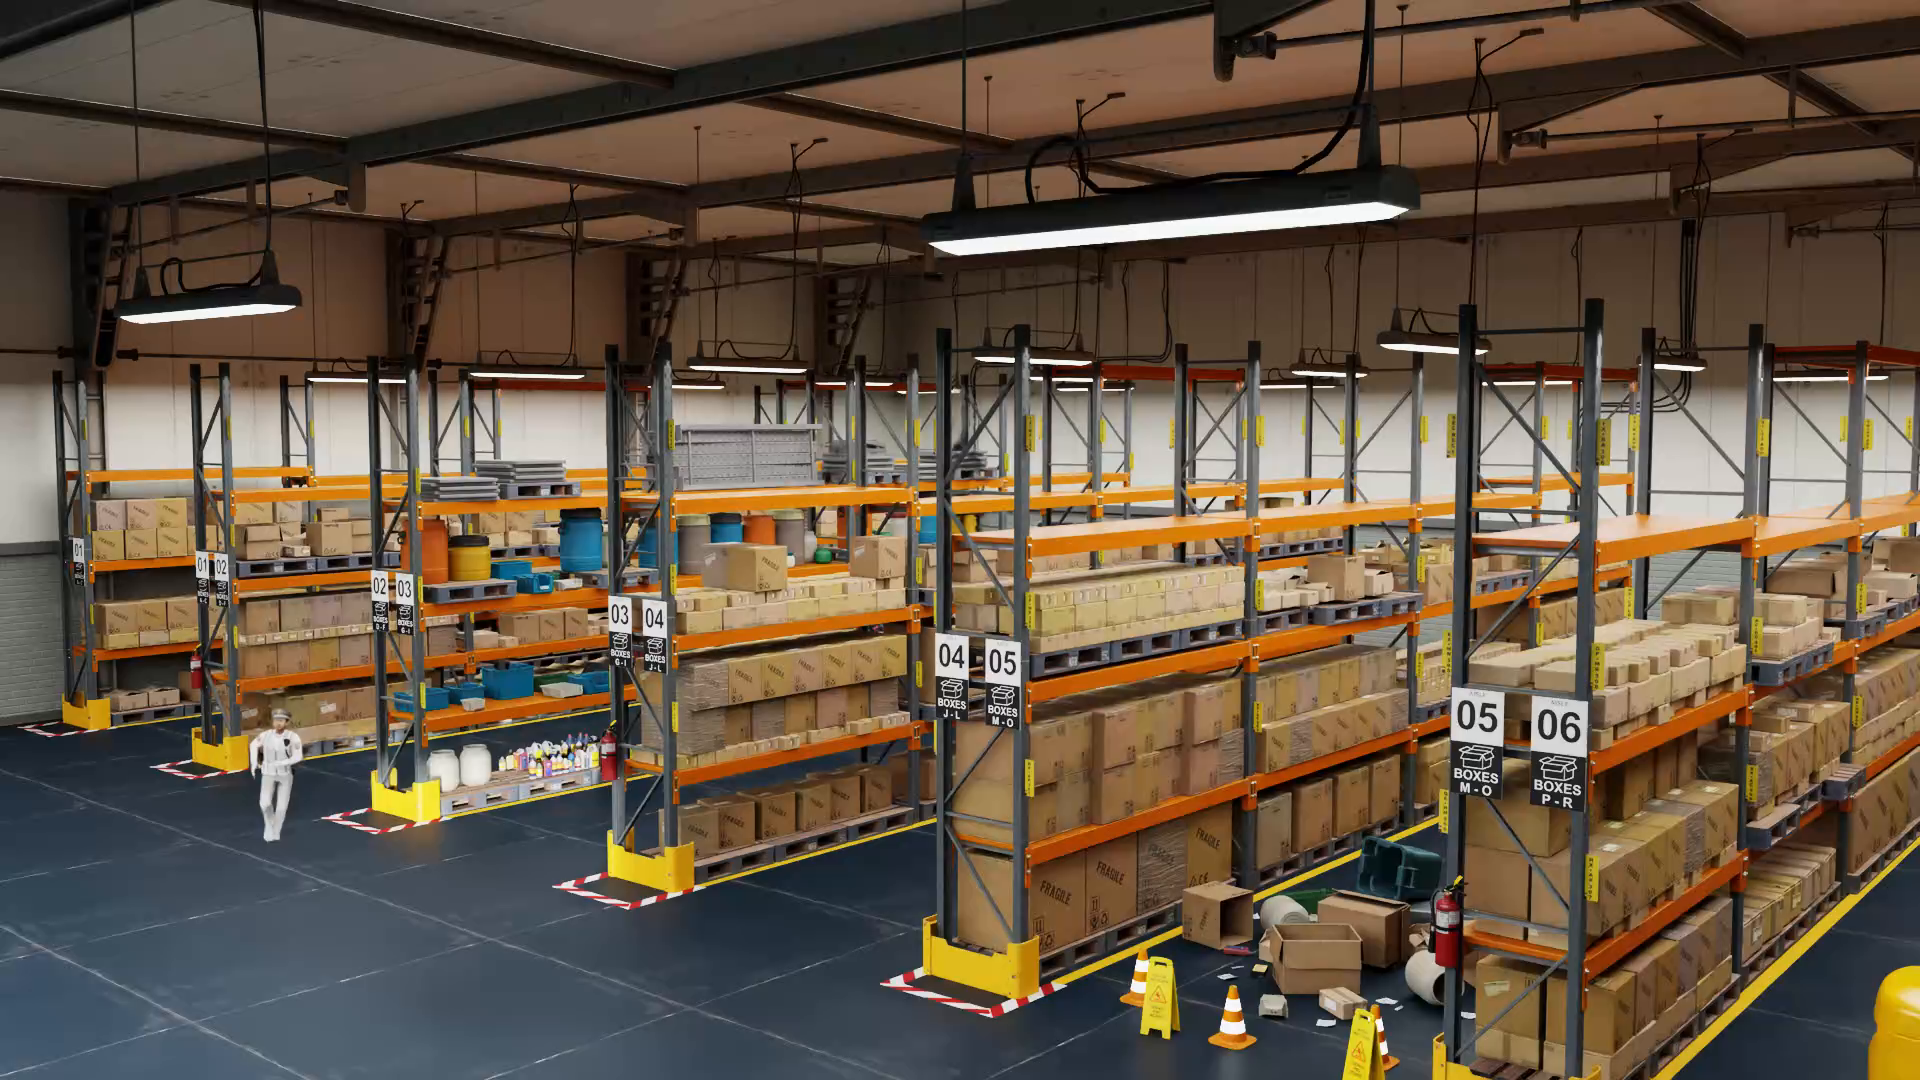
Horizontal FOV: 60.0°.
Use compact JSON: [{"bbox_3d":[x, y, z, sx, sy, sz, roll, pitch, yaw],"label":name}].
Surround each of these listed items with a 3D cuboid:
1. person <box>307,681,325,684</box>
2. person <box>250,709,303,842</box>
[{"bbox_3d":[-10.820,2.243,28.012,0.638,1.806,0.874,2,5,28],"label":"person"},{"bbox_3d":[-8.331,2.865,20.267,0.611,1.644,0.622,-1,4,-18],"label":"person"}]
